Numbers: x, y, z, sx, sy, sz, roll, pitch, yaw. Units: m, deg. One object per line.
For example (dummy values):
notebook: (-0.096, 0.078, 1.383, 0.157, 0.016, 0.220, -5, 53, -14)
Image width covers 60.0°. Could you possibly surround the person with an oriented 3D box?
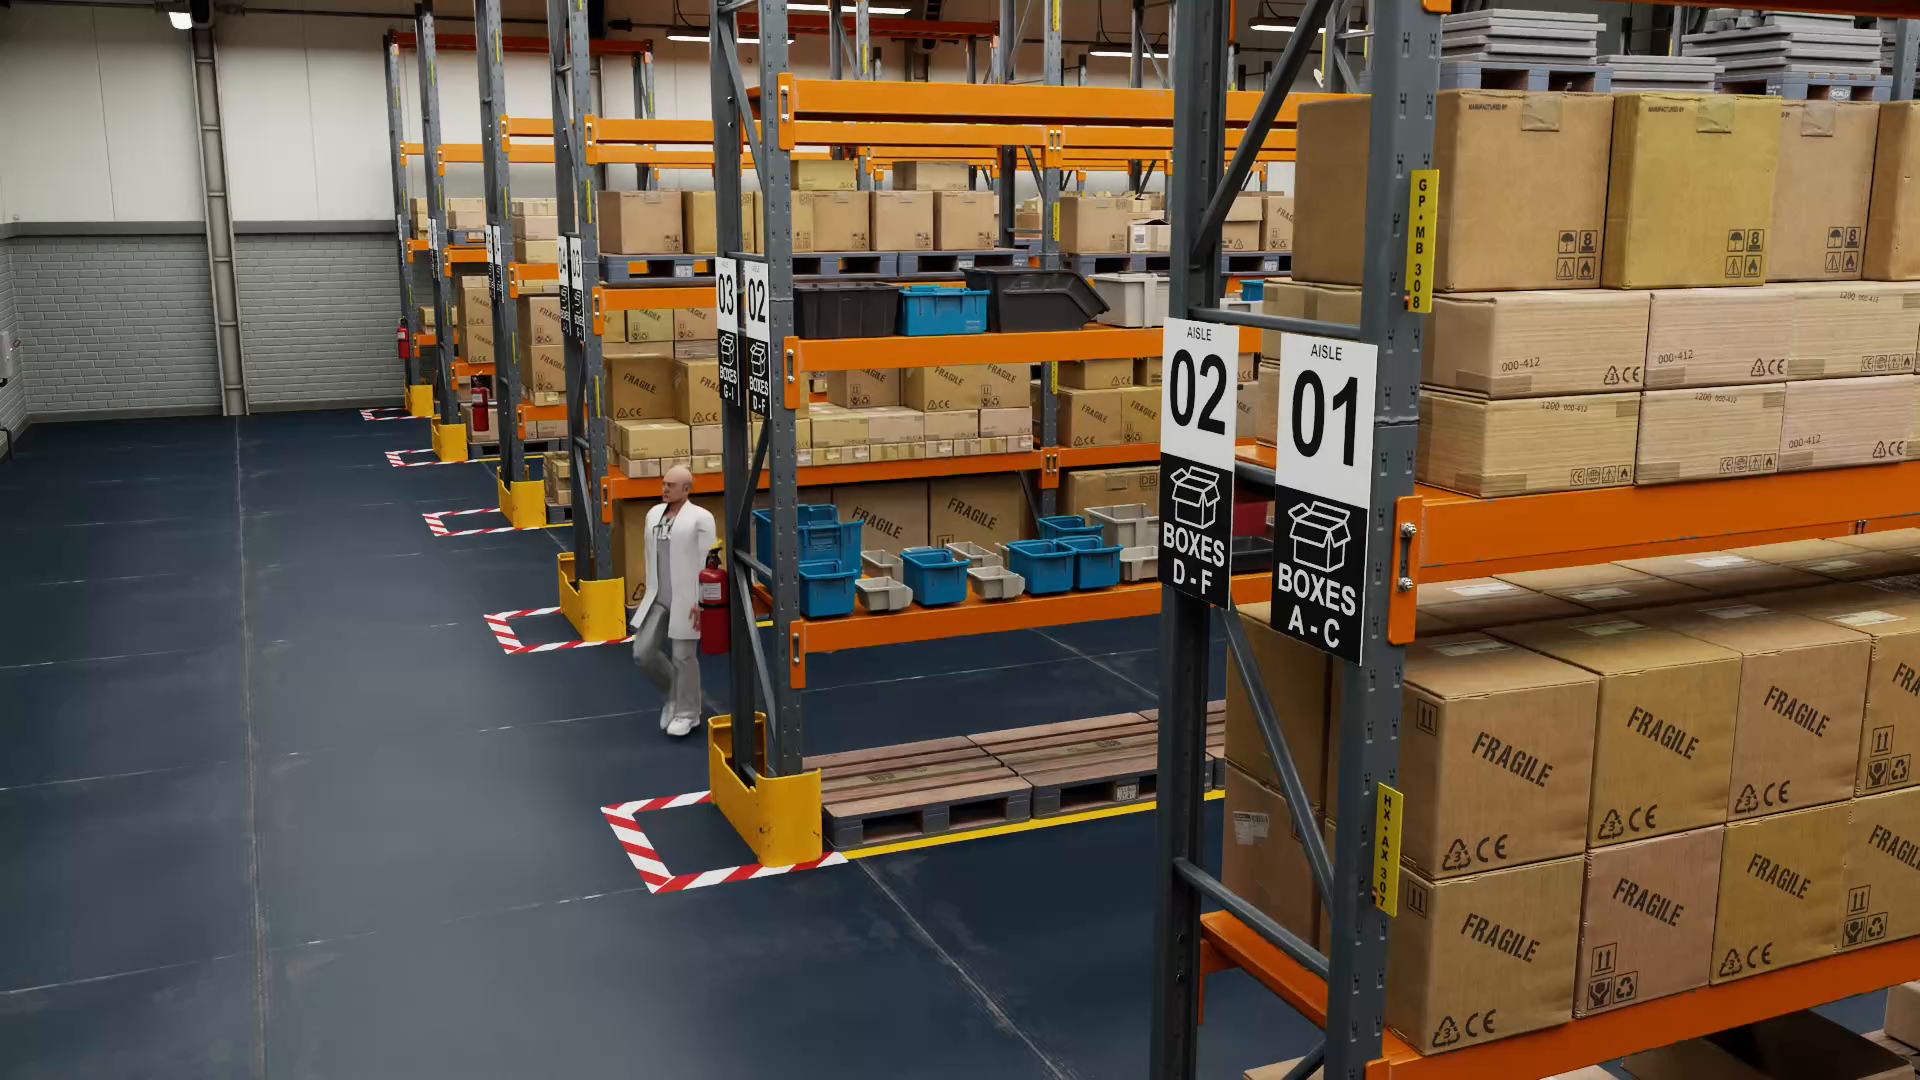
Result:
person: (-1.874, 0.416, 10.955, 0.579, 1.800, 0.510, 5, 13, 23)
